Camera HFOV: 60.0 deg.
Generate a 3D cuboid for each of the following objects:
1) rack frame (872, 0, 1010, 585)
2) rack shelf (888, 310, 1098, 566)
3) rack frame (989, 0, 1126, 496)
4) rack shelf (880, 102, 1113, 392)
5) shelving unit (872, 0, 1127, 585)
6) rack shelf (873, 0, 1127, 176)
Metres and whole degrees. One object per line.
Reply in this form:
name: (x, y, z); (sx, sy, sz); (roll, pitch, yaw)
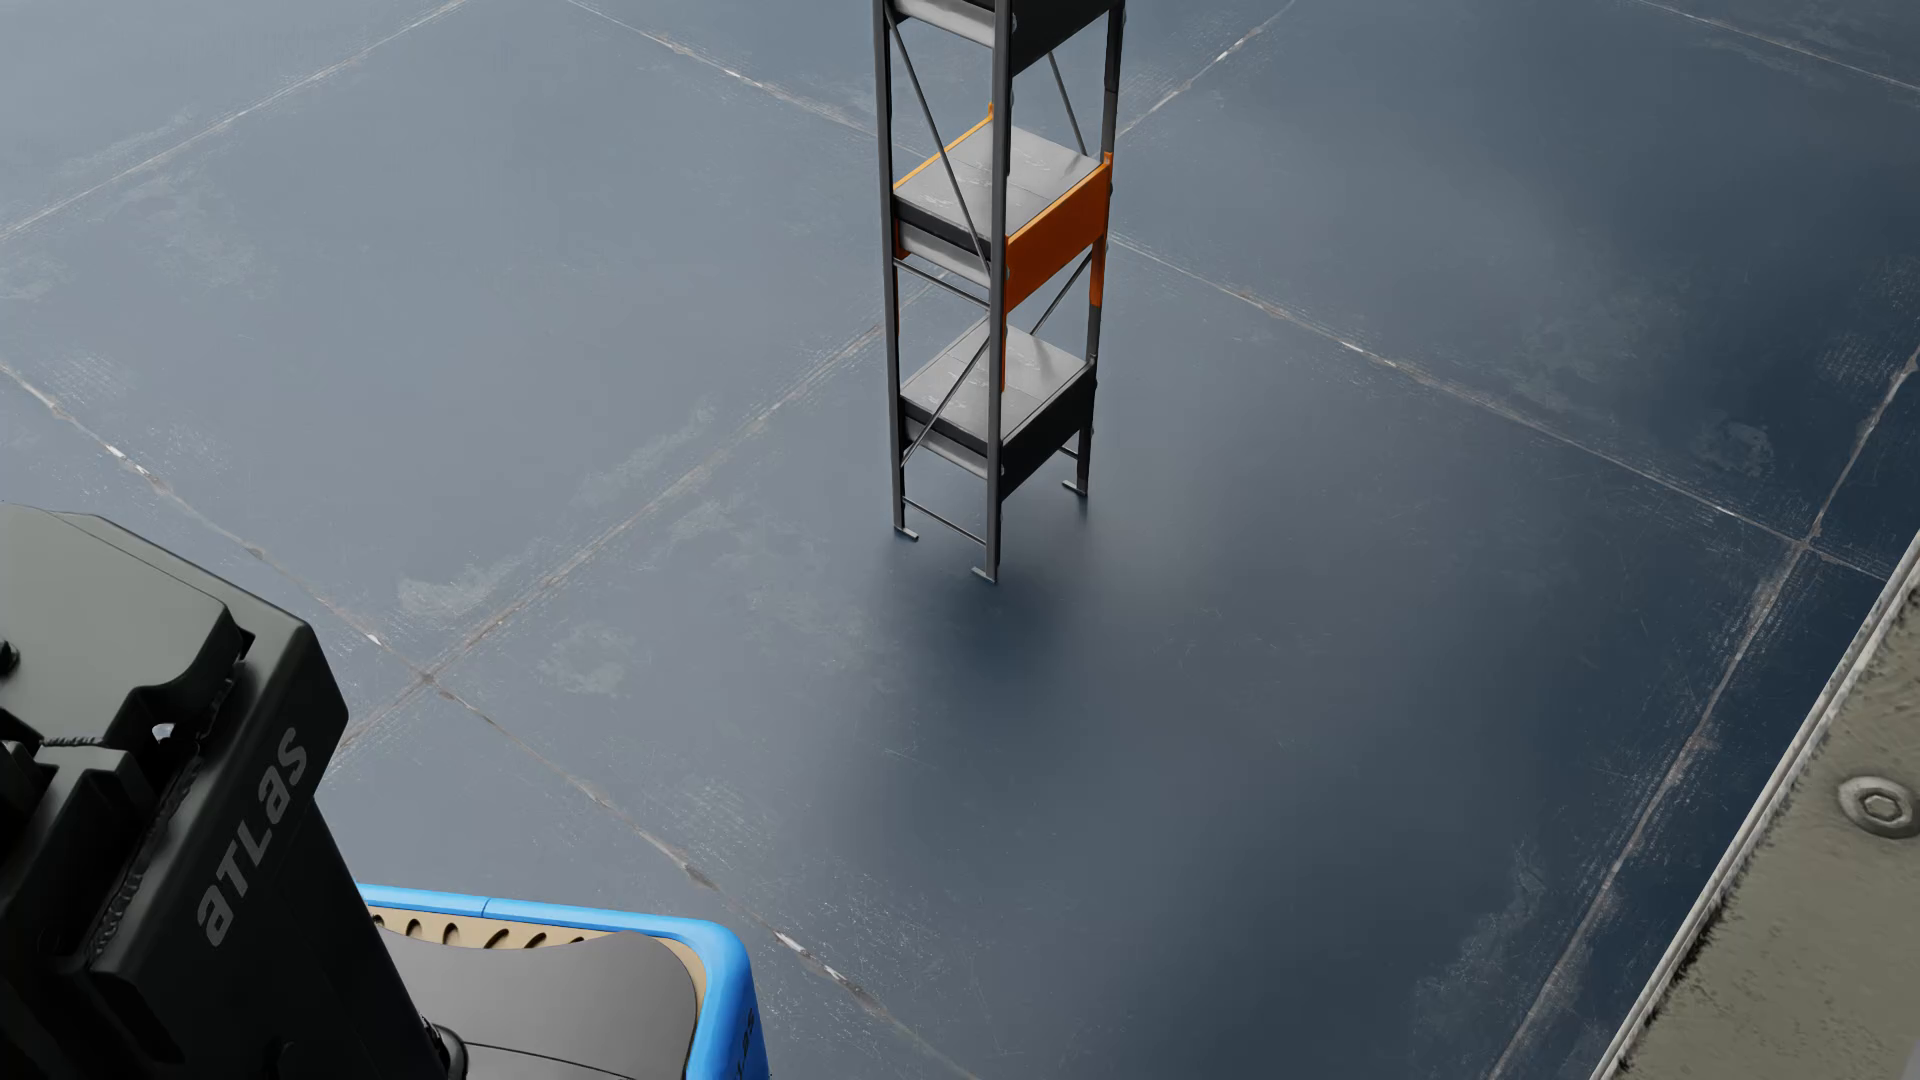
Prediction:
rack frame: (-0.048, -0.680, 4.448); (0.400, 2.100, 0.015); (29, 53, 25)
rack shelf: (0.101, -0.327, 5.097); (0.431, 0.518, 0.480); (29, 53, 25)
rack frame: (0.250, -0.960, 4.715); (0.400, 2.100, 0.015); (29, 53, 25)
rack shelf: (0.101, -0.811, 4.591); (0.431, 0.518, 0.480); (29, 53, 25)
shelving unit: (0.101, -0.820, 4.581); (0.431, 2.100, 0.503); (29, 53, 25)
rack shelf: (0.101, -1.294, 4.085); (0.431, 0.518, 0.480); (29, 53, 25)
